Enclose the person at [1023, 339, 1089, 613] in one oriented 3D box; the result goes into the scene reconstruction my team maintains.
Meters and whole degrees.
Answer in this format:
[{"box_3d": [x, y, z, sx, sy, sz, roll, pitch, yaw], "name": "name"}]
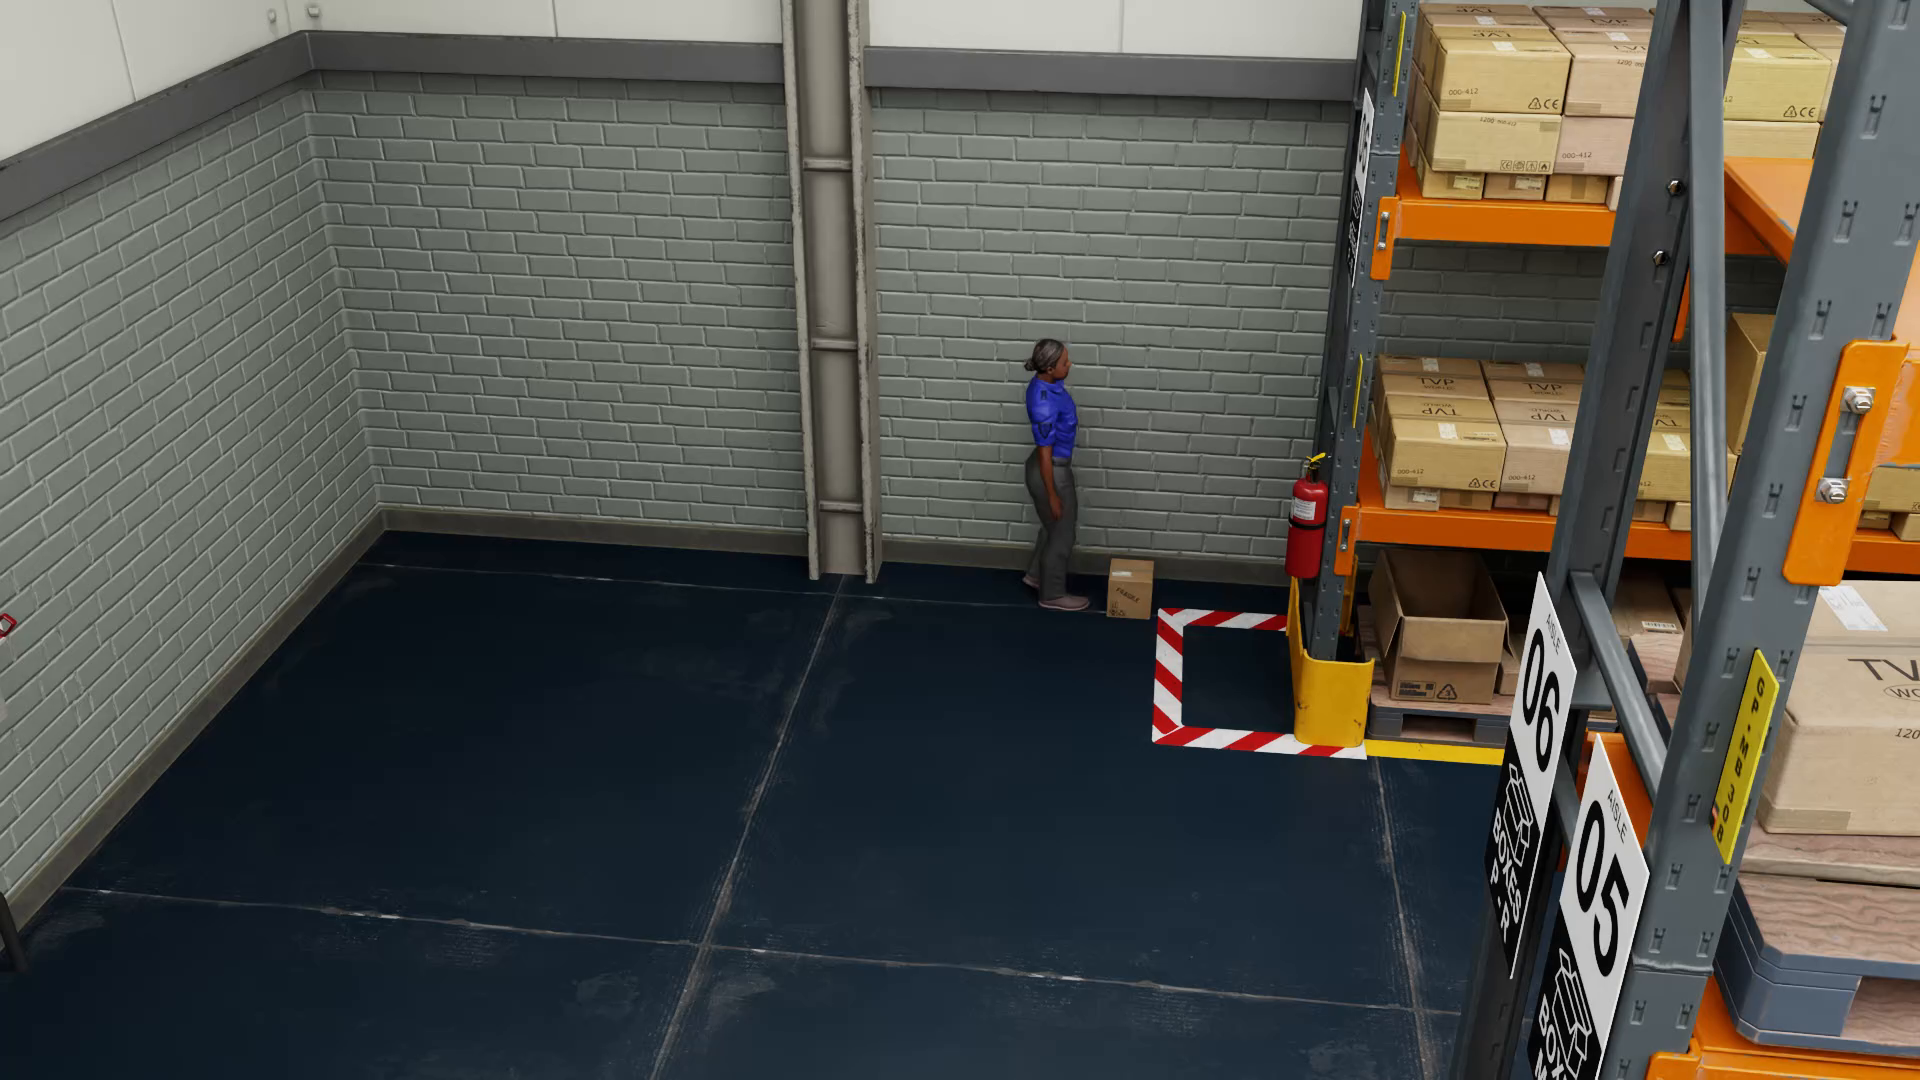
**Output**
[{"box_3d": [0.547, -0.338, 9.298, 0.406, 1.695, 0.484, 0, 29, 1], "name": "person"}]
